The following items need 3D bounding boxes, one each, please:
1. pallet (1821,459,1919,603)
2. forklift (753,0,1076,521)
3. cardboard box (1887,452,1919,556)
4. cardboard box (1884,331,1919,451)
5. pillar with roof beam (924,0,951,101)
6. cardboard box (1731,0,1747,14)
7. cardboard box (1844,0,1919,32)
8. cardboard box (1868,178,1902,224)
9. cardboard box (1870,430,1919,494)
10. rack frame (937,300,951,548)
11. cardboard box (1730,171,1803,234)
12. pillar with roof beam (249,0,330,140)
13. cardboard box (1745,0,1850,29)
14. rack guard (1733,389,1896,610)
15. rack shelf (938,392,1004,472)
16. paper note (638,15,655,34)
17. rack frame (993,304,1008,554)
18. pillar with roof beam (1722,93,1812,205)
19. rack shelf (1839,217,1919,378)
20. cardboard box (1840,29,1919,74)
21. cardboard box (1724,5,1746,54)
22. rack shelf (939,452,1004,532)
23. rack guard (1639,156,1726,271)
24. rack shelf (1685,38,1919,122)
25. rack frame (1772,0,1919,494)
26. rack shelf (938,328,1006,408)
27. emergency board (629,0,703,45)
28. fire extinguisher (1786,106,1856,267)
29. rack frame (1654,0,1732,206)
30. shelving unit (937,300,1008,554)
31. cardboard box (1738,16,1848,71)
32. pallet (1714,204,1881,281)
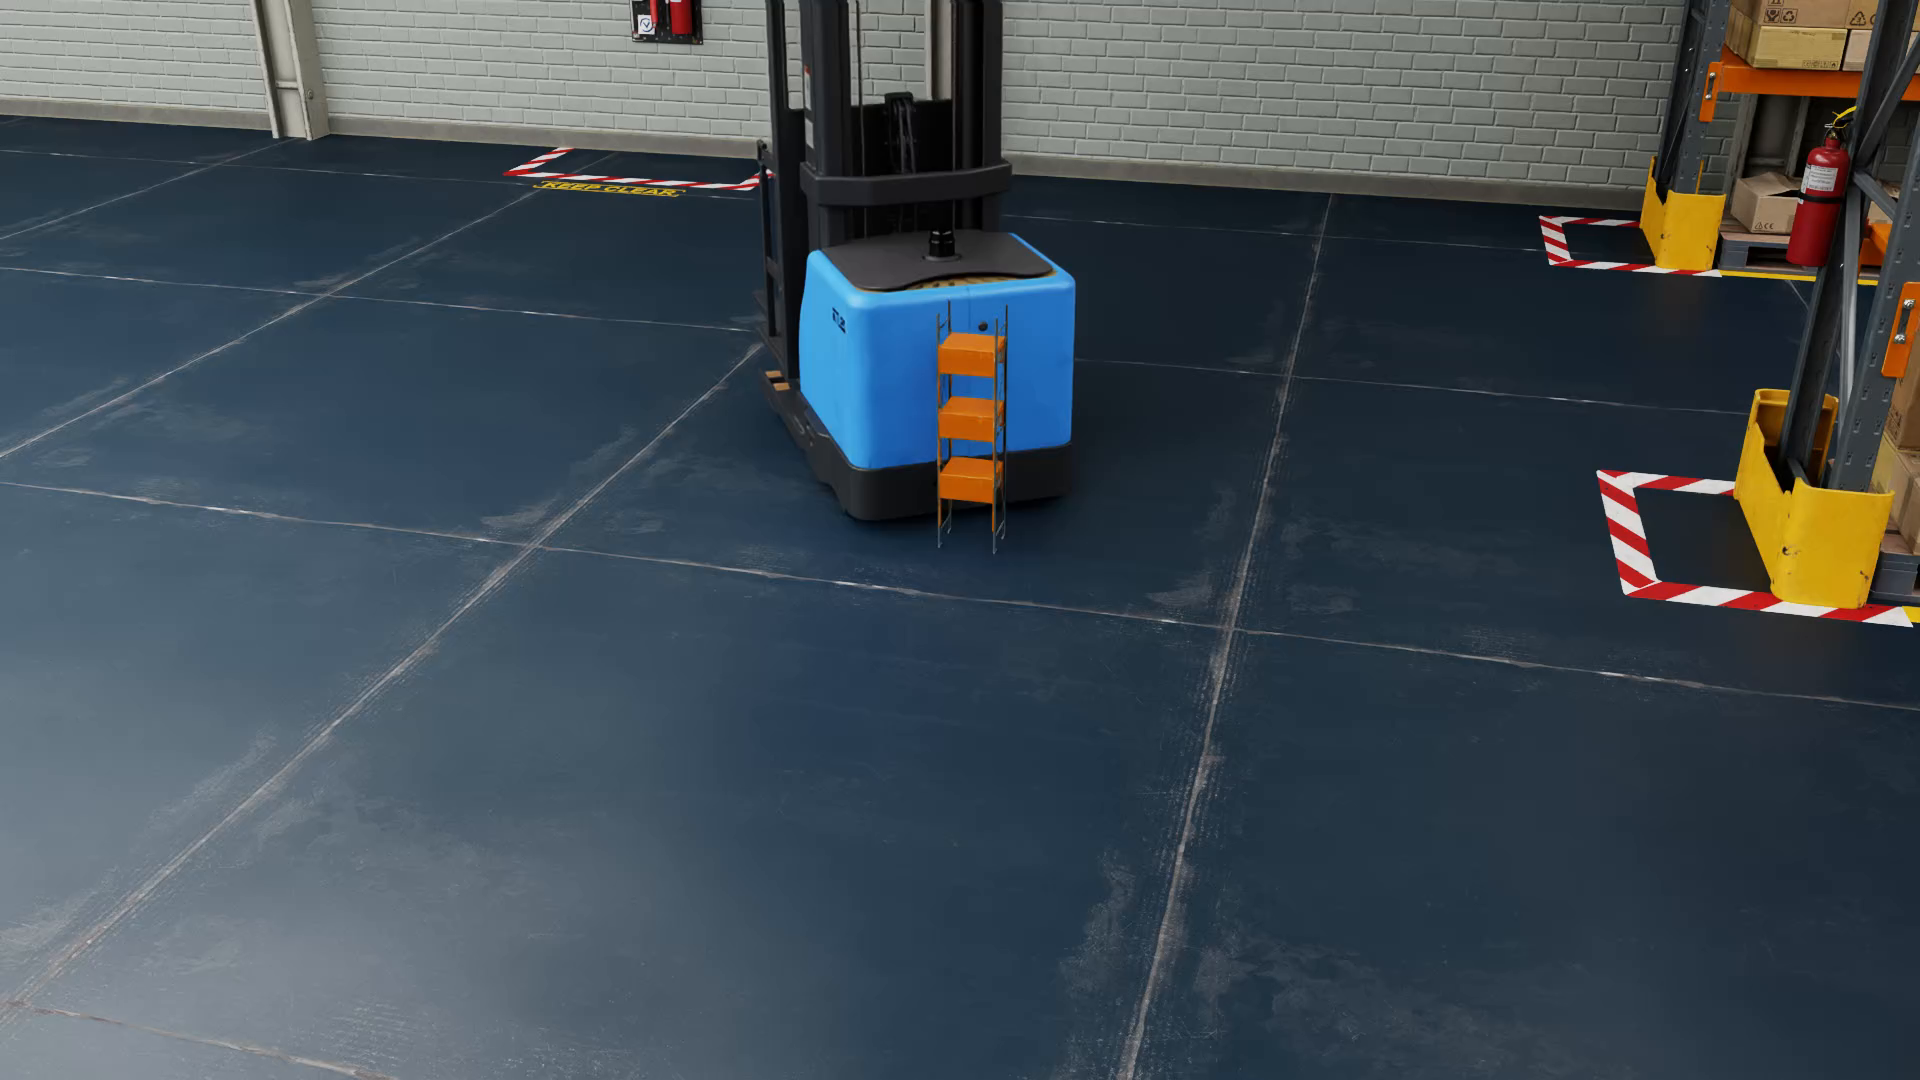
[{"bbox_3d":[4.389,-0.005,7.015,1.213,0.211,1.003,6,26,13],"label":"pallet"},{"bbox_3d":[-0.426,-2.019,8.081,1.130,2.935,3.031,-8,27,-16],"label":"forklift"},{"bbox_3d":[4.102,-0.127,6.737,0.500,0.250,0.500,6,26,13],"label":"cardboard box"},{"bbox_3d":[4.231,-0.682,7.030,0.500,0.500,0.500,6,26,13],"label":"cardboard box"},{"bbox_3d":[-1.122,-5.235,7.778,0.400,9.000,9.100,6,26,13],"label":"pillar with roof beam"},{"bbox_3d":[5.377,-3.709,10.830,0.500,0.500,0.500,6,26,12],"label":"cardboard box"},{"bbox_3d":[5.732,-3.438,10.260,0.500,0.500,0.500,6,26,13],"label":"cardboard box"},{"bbox_3d":[6.068,-2.203,11.005,0.500,0.311,0.500,9,27,17],"label":"cardboard box"},{"bbox_3d":[4.231,-0.342,7.190,0.500,0.250,0.500,6,26,13],"label":"cardboard box"},{"bbox_3d":[-0.066,-0.481,7.040,0.008,1.050,0.200,6,26,13],"label":"rack frame"},{"bbox_3d":[5.516,-2.264,11.133,0.500,0.311,0.500,3,26,7],"label":"cardboard box"},{"bbox_3d":[-6.933,-5.878,9.127,0.400,9.000,9.100,6,26,13],"label":"pillar with roof beam"},{"bbox_3d":[5.255,-3.495,10.380,0.500,0.500,0.500,6,26,13],"label":"cardboard box"},{"bbox_3d":[3.615,-0.202,7.094,0.348,0.500,1.175,6,26,13],"label":"rack guard"},{"bbox_3d":[0.052,-0.459,7.017,0.240,0.259,0.215,6,26,13],"label":"rack shelf"},{"bbox_3d":[-2.588,-4.249,13.710,0.142,0.148,0.016,6,26,13],"label":"paper note"},{"bbox_3d":[0.170,-0.455,6.985,0.008,1.050,0.200,6,26,13],"label":"rack frame"},{"bbox_3d":[4.689,-4.593,6.429,0.400,9.000,9.100,6,26,13],"label":"pillar with roof beam"},{"bbox_3d":[5.575,-0.790,6.256,4.000,0.370,1.077,6,26,13],"label":"rack shelf"},{"bbox_3d":[5.768,-3.098,10.420,0.500,0.250,0.500,5,26,11],"label":"cardboard box"},{"bbox_3d":[5.369,-3.363,10.976,0.500,0.250,0.500,7,26,14],"label":"cardboard box"},{"bbox_3d":[0.052,-0.208,7.136,0.240,0.259,0.215,6,26,13],"label":"rack shelf"},{"bbox_3d":[4.942,-2.254,11.404,0.348,0.500,1.175,6,26,13],"label":"rack guard"},{"bbox_3d":[6.805,-2.852,10.588,4.000,0.370,1.077,6,26,13],"label":"rack shelf"},{"bbox_3d":[3.638,-1.329,6.551,0.127,3.000,1.000,6,26,13],"label":"rack frame"},{"bbox_3d":[0.052,-0.715,6.895,0.240,0.259,0.215,6,26,13],"label":"rack shelf"},{"bbox_3d":[-2.433,-4.599,13.421,0.643,1.169,0.194,6,26,13],"label":"emergency board"},{"bbox_3d":[3.639,-1.500,7.000,0.183,0.674,0.296,6,26,13],"label":"fire extinguisher"},{"bbox_3d":[4.868,-3.391,10.884,0.127,3.000,1.000,6,26,13],"label":"rack frame"},{"bbox_3d":[0.052,-0.468,7.012,0.252,1.050,0.215,6,26,13],"label":"shelving unit"},{"bbox_3d":[5.261,-3.148,10.524,0.500,0.250,0.500,6,26,11],"label":"cardboard box"},{"bbox_3d":[5.720,-2.022,11.252,1.213,0.211,1.003,6,26,13],"label":"pallet"}]
